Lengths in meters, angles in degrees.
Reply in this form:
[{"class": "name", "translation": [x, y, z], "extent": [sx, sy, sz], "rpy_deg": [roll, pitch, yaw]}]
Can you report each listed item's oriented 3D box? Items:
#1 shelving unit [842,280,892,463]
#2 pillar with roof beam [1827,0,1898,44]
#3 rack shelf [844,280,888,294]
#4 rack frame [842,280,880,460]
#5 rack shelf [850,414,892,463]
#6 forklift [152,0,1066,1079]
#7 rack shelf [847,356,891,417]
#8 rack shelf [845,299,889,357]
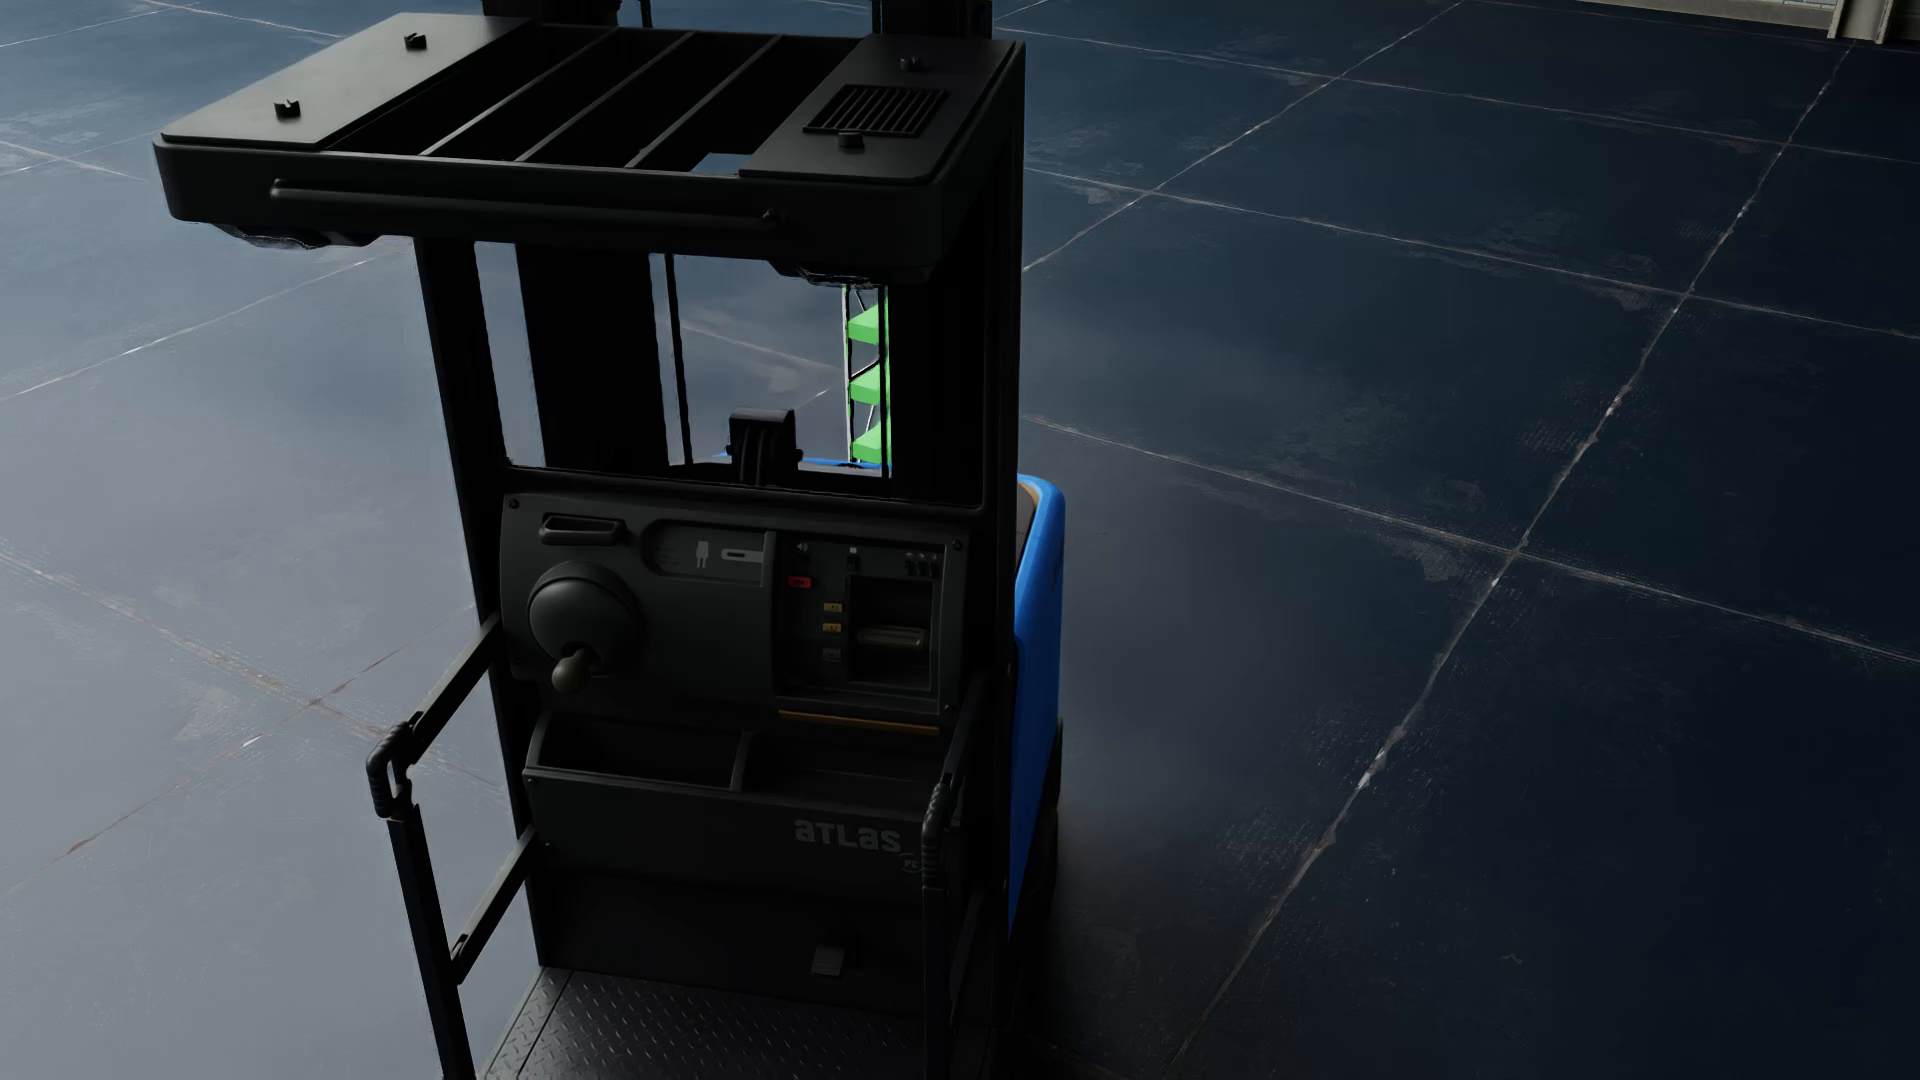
[{"class": "shelving unit", "translation": [-0.140, -0.563, 6.024], "extent": [0.503, 1.200, 0.258], "rpy_deg": [18, 35, 27]}, {"class": "pillar with roof beam", "translation": [4.723, -5.981, 7.572], "extent": [0.400, 9.000, 9.100], "rpy_deg": [18, 35, 27]}, {"class": "rack shelf", "translation": [-0.140, -0.922, 5.814], "extent": [0.480, 0.148, 0.258], "rpy_deg": [18, 35, 27]}, {"class": "rack frame", "translation": [-0.347, -0.628, 6.136], "extent": [0.015, 1.200, 0.240], "rpy_deg": [18, 35, 27]}, {"class": "rack shelf", "translation": [-0.140, -0.300, 6.177], "extent": [0.480, 0.148, 0.258], "rpy_deg": [18, 35, 27]}, {"class": "forklift", "translation": [-0.481, 0.178, 3.036], "extent": [1.130, 2.935, 3.031], "rpy_deg": [5, 31, 9]}, {"class": "rack shelf", "translation": [-0.140, -0.507, 6.056], "extent": [0.480, 0.148, 0.258], "rpy_deg": [18, 35, 27]}, {"class": "rack shelf", "translation": [-0.140, -0.715, 5.935], "extent": [0.480, 0.148, 0.258], "rpy_deg": [18, 35, 27]}]
